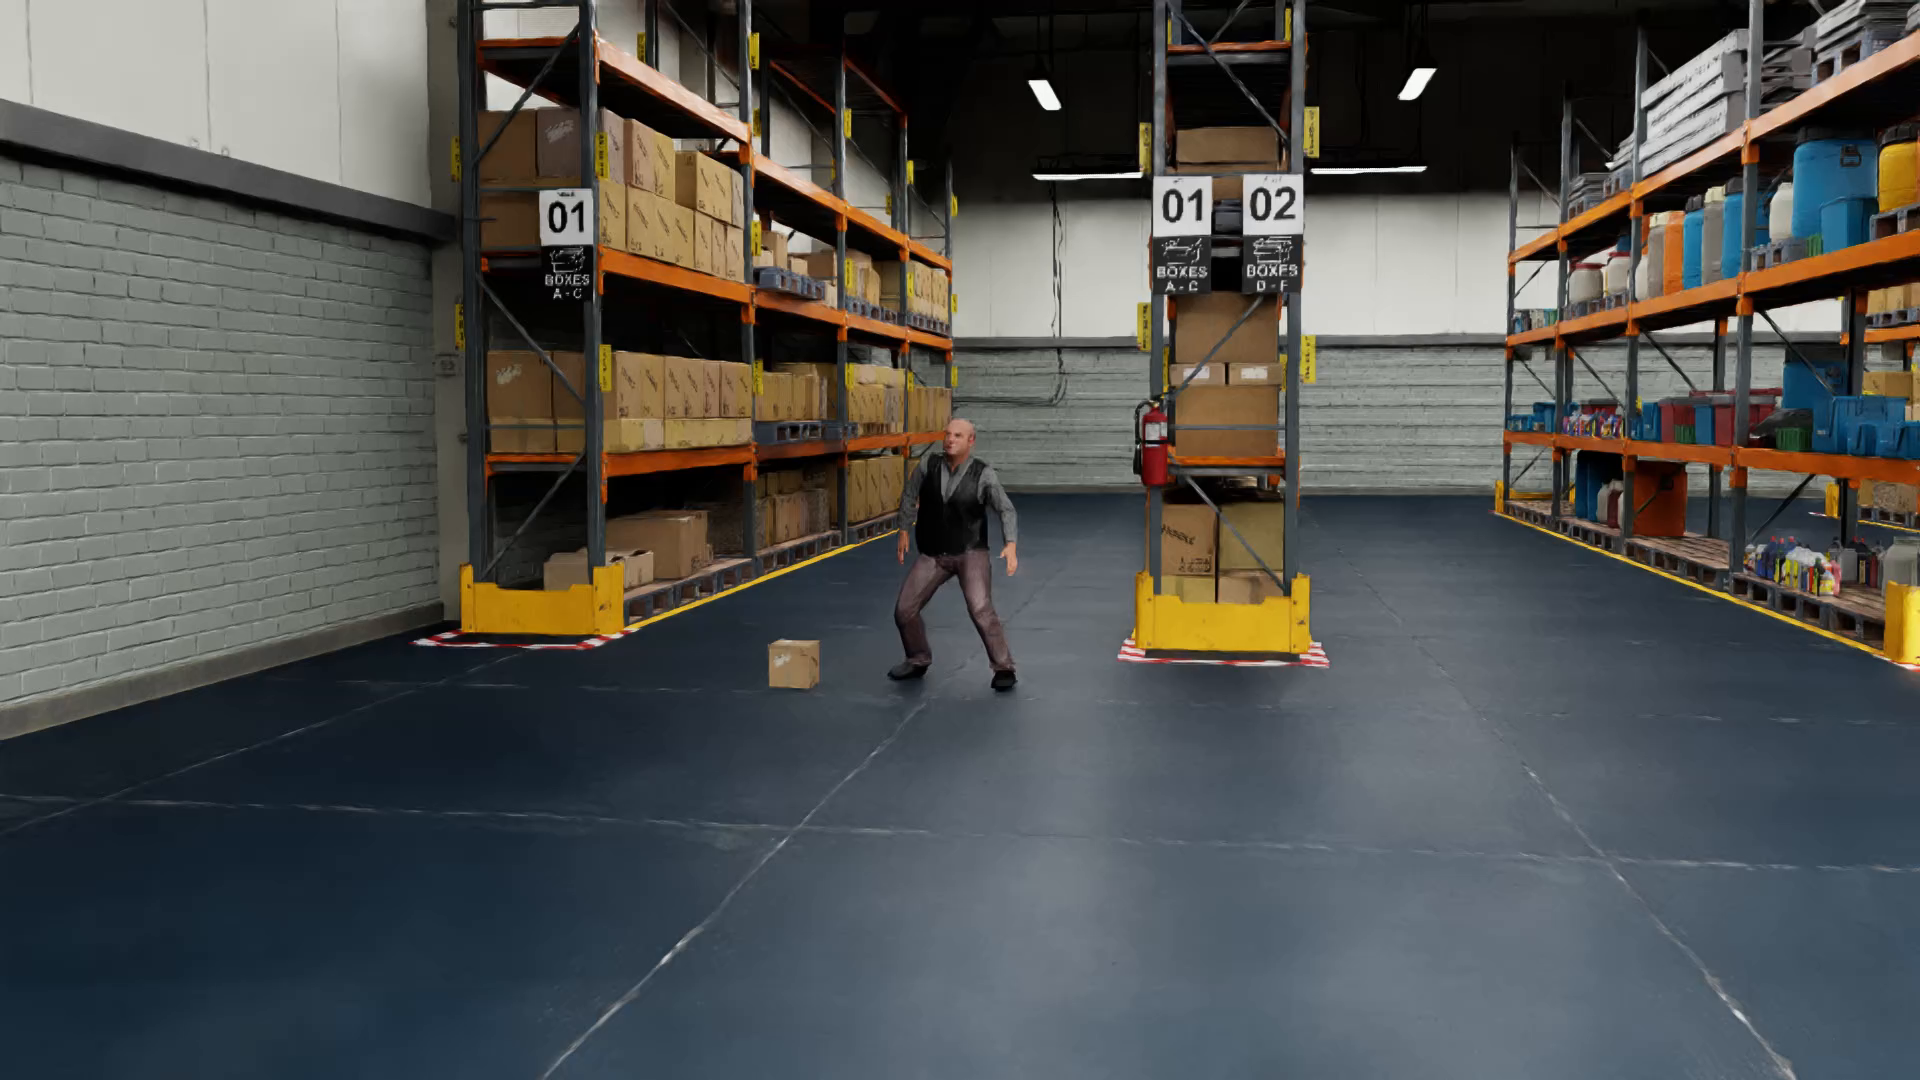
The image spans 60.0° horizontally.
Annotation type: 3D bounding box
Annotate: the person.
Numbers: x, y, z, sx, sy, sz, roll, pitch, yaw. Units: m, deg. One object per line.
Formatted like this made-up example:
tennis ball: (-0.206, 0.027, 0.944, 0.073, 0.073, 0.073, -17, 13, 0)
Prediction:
person: (-0.027, 0.066, 9.946, 0.828, 1.586, 0.548, 2, 5, 20)
